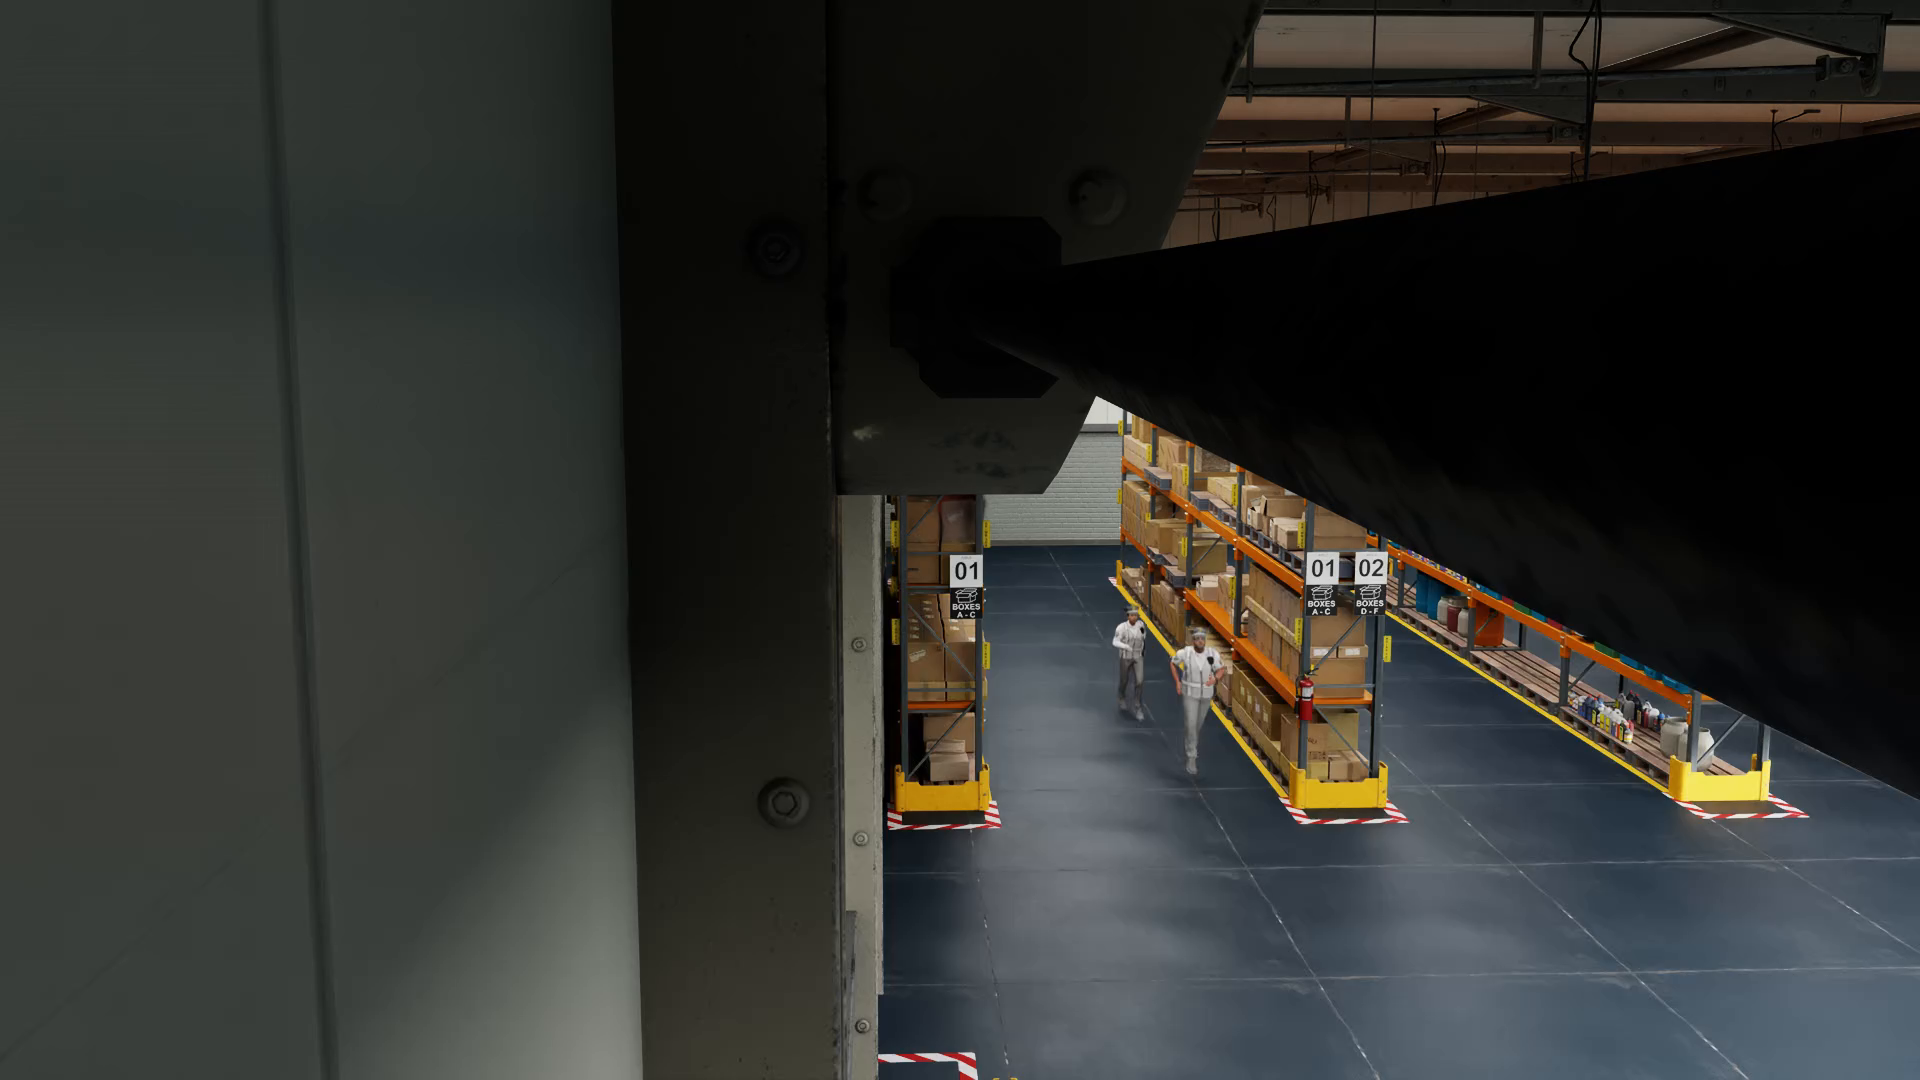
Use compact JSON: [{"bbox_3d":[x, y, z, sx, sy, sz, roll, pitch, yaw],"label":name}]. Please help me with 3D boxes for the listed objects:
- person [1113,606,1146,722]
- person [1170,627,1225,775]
[{"bbox_3d":[2.564,1.803,25.095,0.562,1.719,0.857,-1,8,-6],"label":"person"},{"bbox_3d":[3.088,2.017,21.525,0.670,1.860,0.802,-1,9,-9],"label":"person"}]
